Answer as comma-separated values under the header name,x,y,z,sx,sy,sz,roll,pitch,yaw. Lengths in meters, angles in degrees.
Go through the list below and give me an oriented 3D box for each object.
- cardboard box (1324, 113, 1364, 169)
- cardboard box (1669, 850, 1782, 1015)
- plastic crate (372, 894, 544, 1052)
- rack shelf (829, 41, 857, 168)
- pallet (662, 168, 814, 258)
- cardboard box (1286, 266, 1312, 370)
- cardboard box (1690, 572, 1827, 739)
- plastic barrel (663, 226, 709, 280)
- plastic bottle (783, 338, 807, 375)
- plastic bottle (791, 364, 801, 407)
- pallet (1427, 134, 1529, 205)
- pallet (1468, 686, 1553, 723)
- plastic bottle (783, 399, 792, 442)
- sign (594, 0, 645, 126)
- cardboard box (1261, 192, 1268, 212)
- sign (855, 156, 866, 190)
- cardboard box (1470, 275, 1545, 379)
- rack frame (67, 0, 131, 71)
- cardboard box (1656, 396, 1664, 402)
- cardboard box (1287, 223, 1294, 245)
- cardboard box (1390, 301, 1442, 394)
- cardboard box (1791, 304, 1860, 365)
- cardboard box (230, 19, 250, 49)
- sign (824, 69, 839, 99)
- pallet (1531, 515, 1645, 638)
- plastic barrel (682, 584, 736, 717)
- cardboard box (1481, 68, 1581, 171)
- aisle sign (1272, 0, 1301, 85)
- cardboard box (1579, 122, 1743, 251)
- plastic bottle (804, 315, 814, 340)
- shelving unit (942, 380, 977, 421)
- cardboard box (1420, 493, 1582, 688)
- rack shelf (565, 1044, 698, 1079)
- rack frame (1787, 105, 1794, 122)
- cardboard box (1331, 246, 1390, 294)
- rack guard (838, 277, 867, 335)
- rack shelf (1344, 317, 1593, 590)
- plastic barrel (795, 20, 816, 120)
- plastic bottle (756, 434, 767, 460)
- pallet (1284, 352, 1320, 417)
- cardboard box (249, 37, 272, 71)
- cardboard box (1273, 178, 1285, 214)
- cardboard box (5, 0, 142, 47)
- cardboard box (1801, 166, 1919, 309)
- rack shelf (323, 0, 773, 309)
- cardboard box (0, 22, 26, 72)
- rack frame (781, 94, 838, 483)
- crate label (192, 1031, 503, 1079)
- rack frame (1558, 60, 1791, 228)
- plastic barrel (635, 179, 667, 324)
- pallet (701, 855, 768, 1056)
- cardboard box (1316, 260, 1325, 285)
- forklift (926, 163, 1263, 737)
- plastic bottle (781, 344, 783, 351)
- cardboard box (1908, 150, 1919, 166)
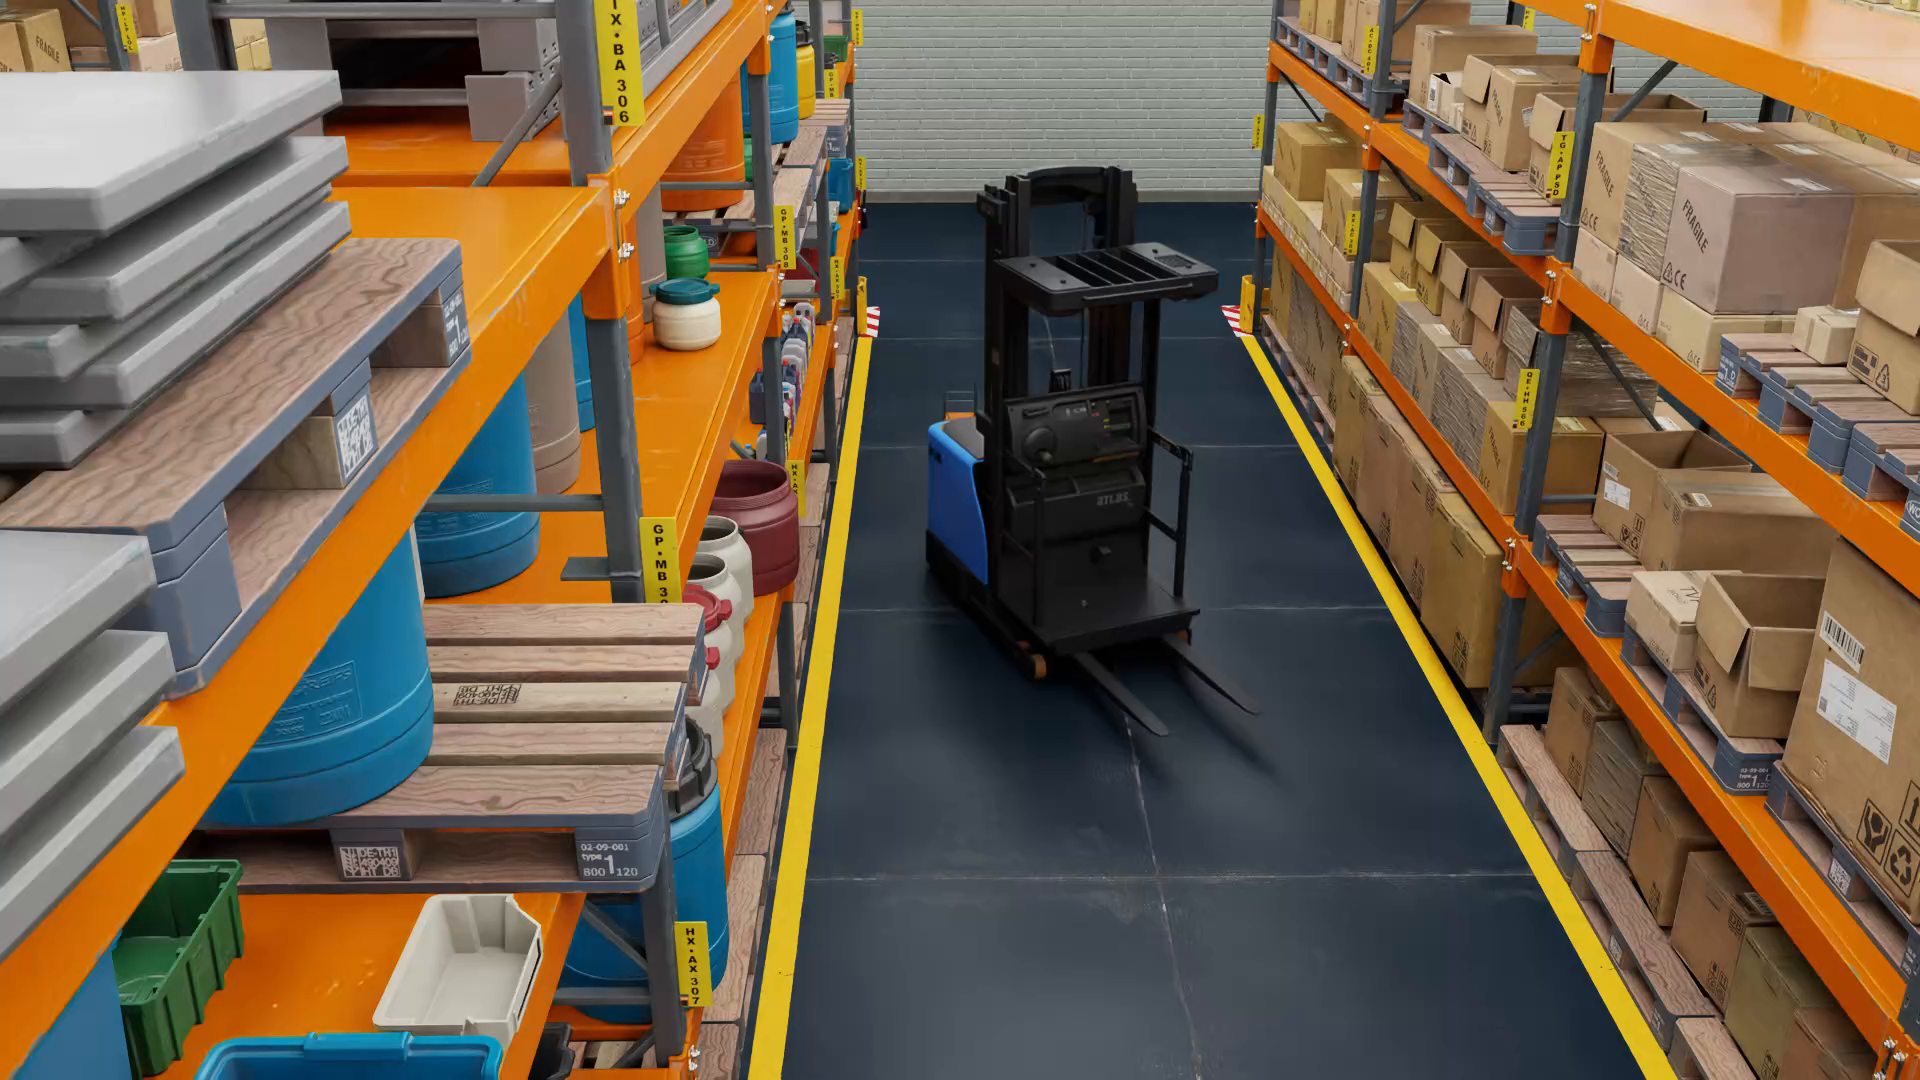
name,x,y,z,sx,sy,sz,roll,pitch,yaw
cardboard box,3.705,-3.721,15.631,0.500,0.500,0.500,0,24,0
cardboard box,3.589,1.691,7.253,0.700,0.500,0.500,-2,24,-5
plastic crate,-0.963,0.869,3.253,0.243,0.136,0.396,0,24,-1
rack shelf,-1.494,-3.704,13.916,1.077,0.370,4.000,0,24,-1
pallet,-1.339,-1.789,9.038,1.003,0.211,1.213,0,24,-1
cardboard box,3.534,-2.096,15.197,0.875,0.875,0.875,0,24,-1
cardboard box,3.456,0.481,6.795,0.797,0.503,0.637,2,24,5
plastic barrel,-1.375,-1.387,8.109,0.294,0.245,0.294,0,24,0
plastic bottle,-1.135,-1.265,11.441,0.152,0.276,0.135,0,24,-1
plastic bottle,-1.083,-1.022,10.895,0.061,0.283,0.133,0,24,-1
pallet,3.449,-2.222,9.994,1.003,0.211,1.213,1,24,2
pallet,3.591,0.730,10.262,1.003,0.211,1.213,0,24,-1
plastic bottle,-1.094,-0.743,10.291,0.097,0.271,0.097,0,24,0
sign,-0.835,-1.181,4.077,0.100,0.325,0.005,0,24,-1
cardboard box,3.111,-3.249,15.982,0.380,0.149,0.250,0,24,0
sign,-0.966,-3.573,16.195,0.100,0.325,0.005,0,24,-1
cardboard box,3.528,-1.288,10.001,0.797,0.503,0.637,0,24,1
rack frame,-6.426,-4.554,11.282,1.000,3.000,0.127,0,24,-1
cardboard box,3.783,-0.675,9.864,0.500,0.500,0.500,-1,24,-2
cardboard box,3.127,-2.719,14.811,0.380,0.149,0.250,-1,24,-1
cardboard box,3.247,-1.305,11.257,0.500,0.500,0.500,-1,24,-2
cardboard box,3.447,-0.791,6.375,0.380,0.166,0.250,-1,24,-2
cardboard box,-6.189,-4.166,13.640,0.500,0.250,0.500,0,24,-1
sign,-0.922,-3.213,11.948,0.100,0.325,0.005,0,24,-1
pallet,3.638,0.166,8.360,1.213,0.211,1.003,0,24,-1
plastic barrel,-1.189,0.518,7.184,0.433,0.535,0.433,0,24,0
cardboard box,3.348,-2.425,9.584,0.500,0.500,0.500,1,24,2
aisle sign,3.136,-4.724,15.784,0.394,0.787,0.004,0,24,-1
cardboard box,3.272,-1.660,7.796,0.500,0.500,0.500,0,24,0
plastic bottle,-1.116,-1.542,12.144,0.097,0.201,0.097,0,24,0
shelving unit,0.000,-0.541,11.873,0.258,1.200,0.189,0,24,-1
cardboard box,3.537,0.277,9.949,1.225,0.875,0.875,-1,24,-3
rack shelf,-1.363,2.607,3.601,1.077,0.370,4.000,0,24,-1
rack frame,8.397,-3.492,16.215,1.000,3.000,0.127,0,24,-1
cardboard box,3.213,-2.111,12.982,0.500,0.250,0.500,-1,24,-2
rack guard,-1.529,-2.360,16.745,1.175,0.500,0.348,0,24,-1
rack shelf,3.502,-0.711,10.939,1.077,0.370,4.000,0,24,-1
plastic barrel,-1.259,-3.110,10.991,0.600,0.588,0.600,0,24,0
plastic bottle,-1.115,-0.507,9.764,0.152,0.276,0.135,0,24,-1
pallet,3.534,-1.410,14.996,1.003,0.211,1.213,0,24,-1
cardboard box,-6.187,-4.144,14.199,0.500,0.250,0.500,0,24,-1
cardboard box,3.184,-3.166,15.314,0.500,0.250,0.500,-1,24,-1
cardboard box,-6.469,-3.888,12.116,0.700,0.500,0.500,0,24,-1
cardboard box,3.786,-1.244,6.876,0.500,0.500,0.500,0,24,0
rack shelf,-1.407,-1.592,6.092,1.077,0.370,4.000,0,24,-1
cardboard box,-6.464,-2.986,10.704,0.600,0.600,0.600,-1,24,-1
rack frame,-1.472,-1.841,12.564,1.000,3.000,0.127,0,24,-1
crate label,-1.032,1.032,2.752,0.502,0.251,0.408,0,24,-1
rack frame,3.524,-2.948,7.732,1.000,3.000,0.127,0,24,-1
plastic barrel,-1.637,-1.448,7.448,0.600,0.901,0.600,0,24,0
pallet,-1.449,1.899,7.679,1.003,0.211,1.213,0,24,-1
cardboard box,3.141,-2.191,13.642,0.380,0.149,0.250,0,24,0
forklift,0.813,-0.673,10.065,1.130,2.935,3.031,-10,26,-21
plastic bottle,-1.260,-1.255,11.424,0.097,0.271,0.097,0,24,0
cardboard box,8.163,-3.097,13.645,0.500,0.500,0.500,0,24,1
